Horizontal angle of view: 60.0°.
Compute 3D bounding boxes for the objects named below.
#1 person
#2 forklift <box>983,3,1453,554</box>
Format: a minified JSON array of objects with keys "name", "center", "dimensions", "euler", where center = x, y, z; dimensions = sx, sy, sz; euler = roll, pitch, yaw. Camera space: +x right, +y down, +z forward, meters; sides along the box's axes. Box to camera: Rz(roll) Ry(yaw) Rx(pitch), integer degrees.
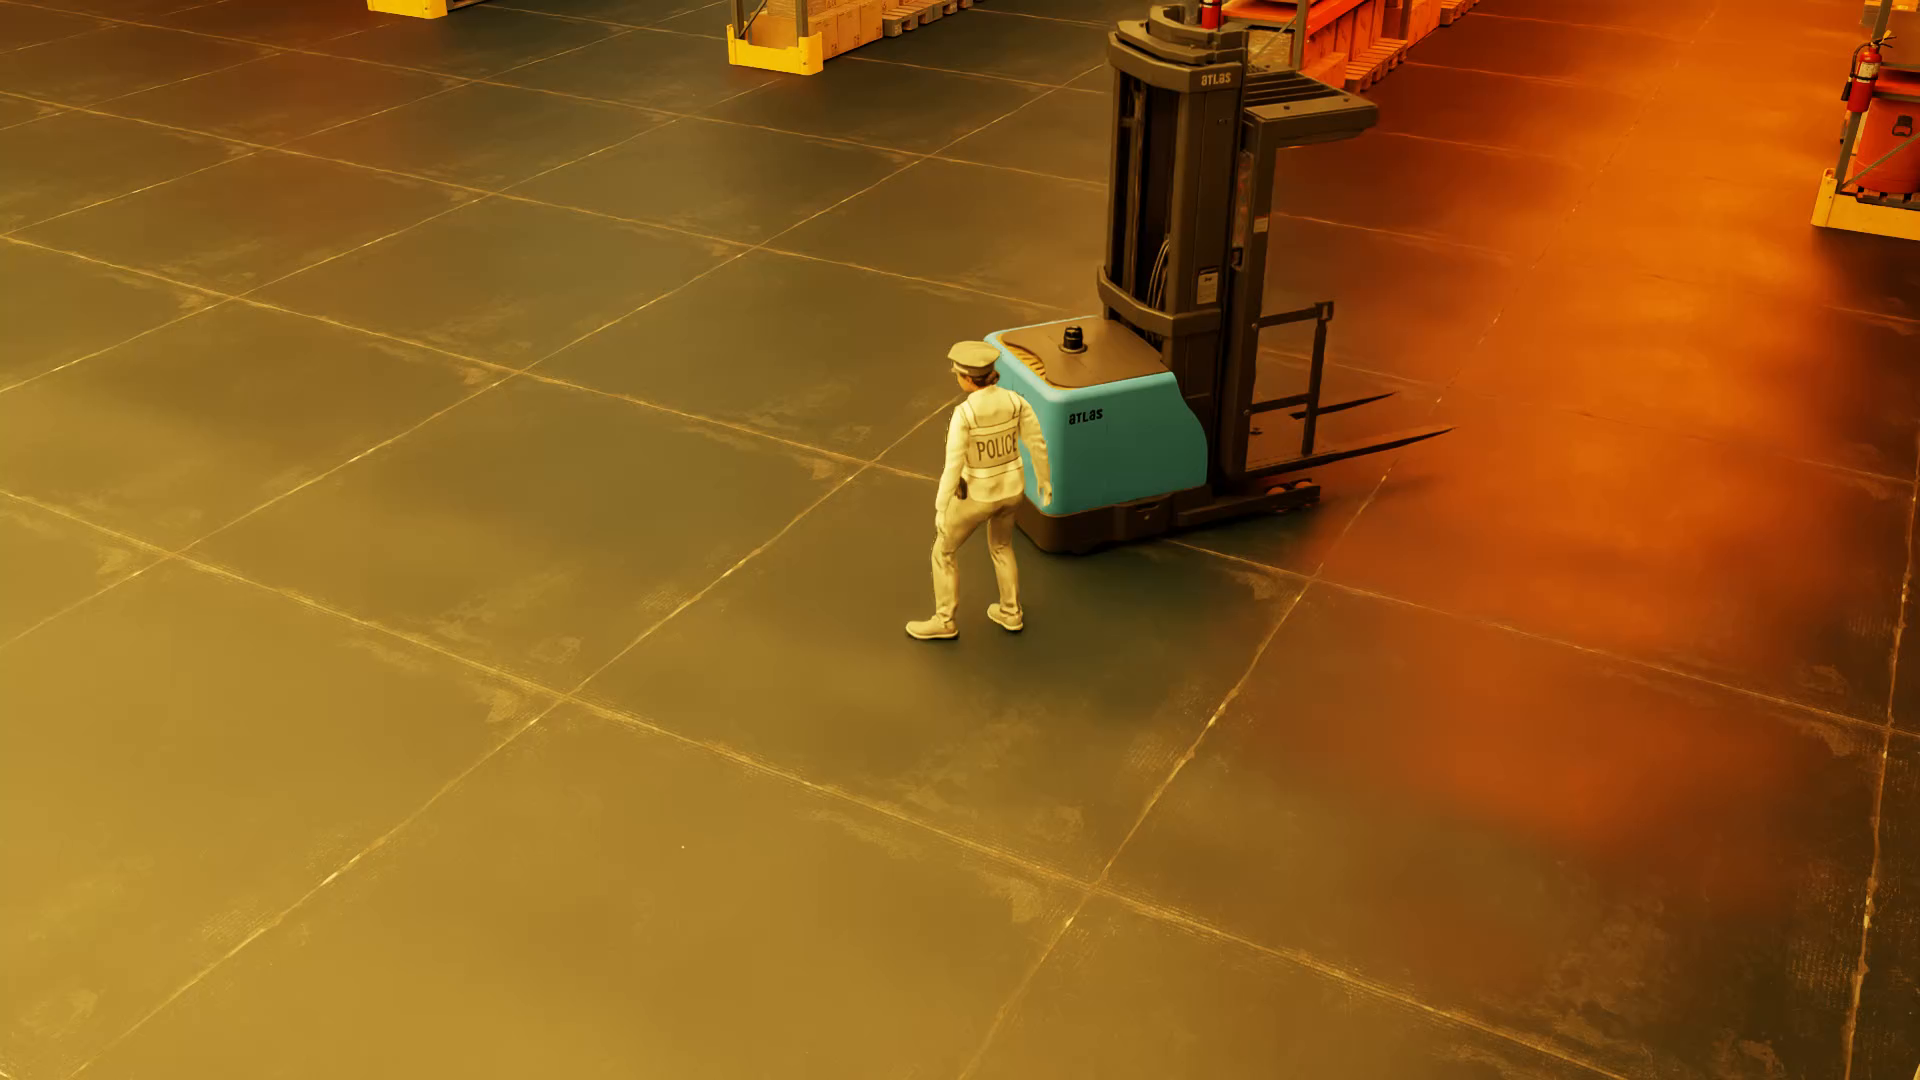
[{"name":"person","center":[0.110,-0.240,8.798],"dimensions":[0.793,1.638,0.389],"euler":[-18,35,-28]},{"name":"forklift","center":[1.687,-1.658,9.944],"dimensions":[3.031,2.935,1.130],"euler":[-12,32,-20]}]
